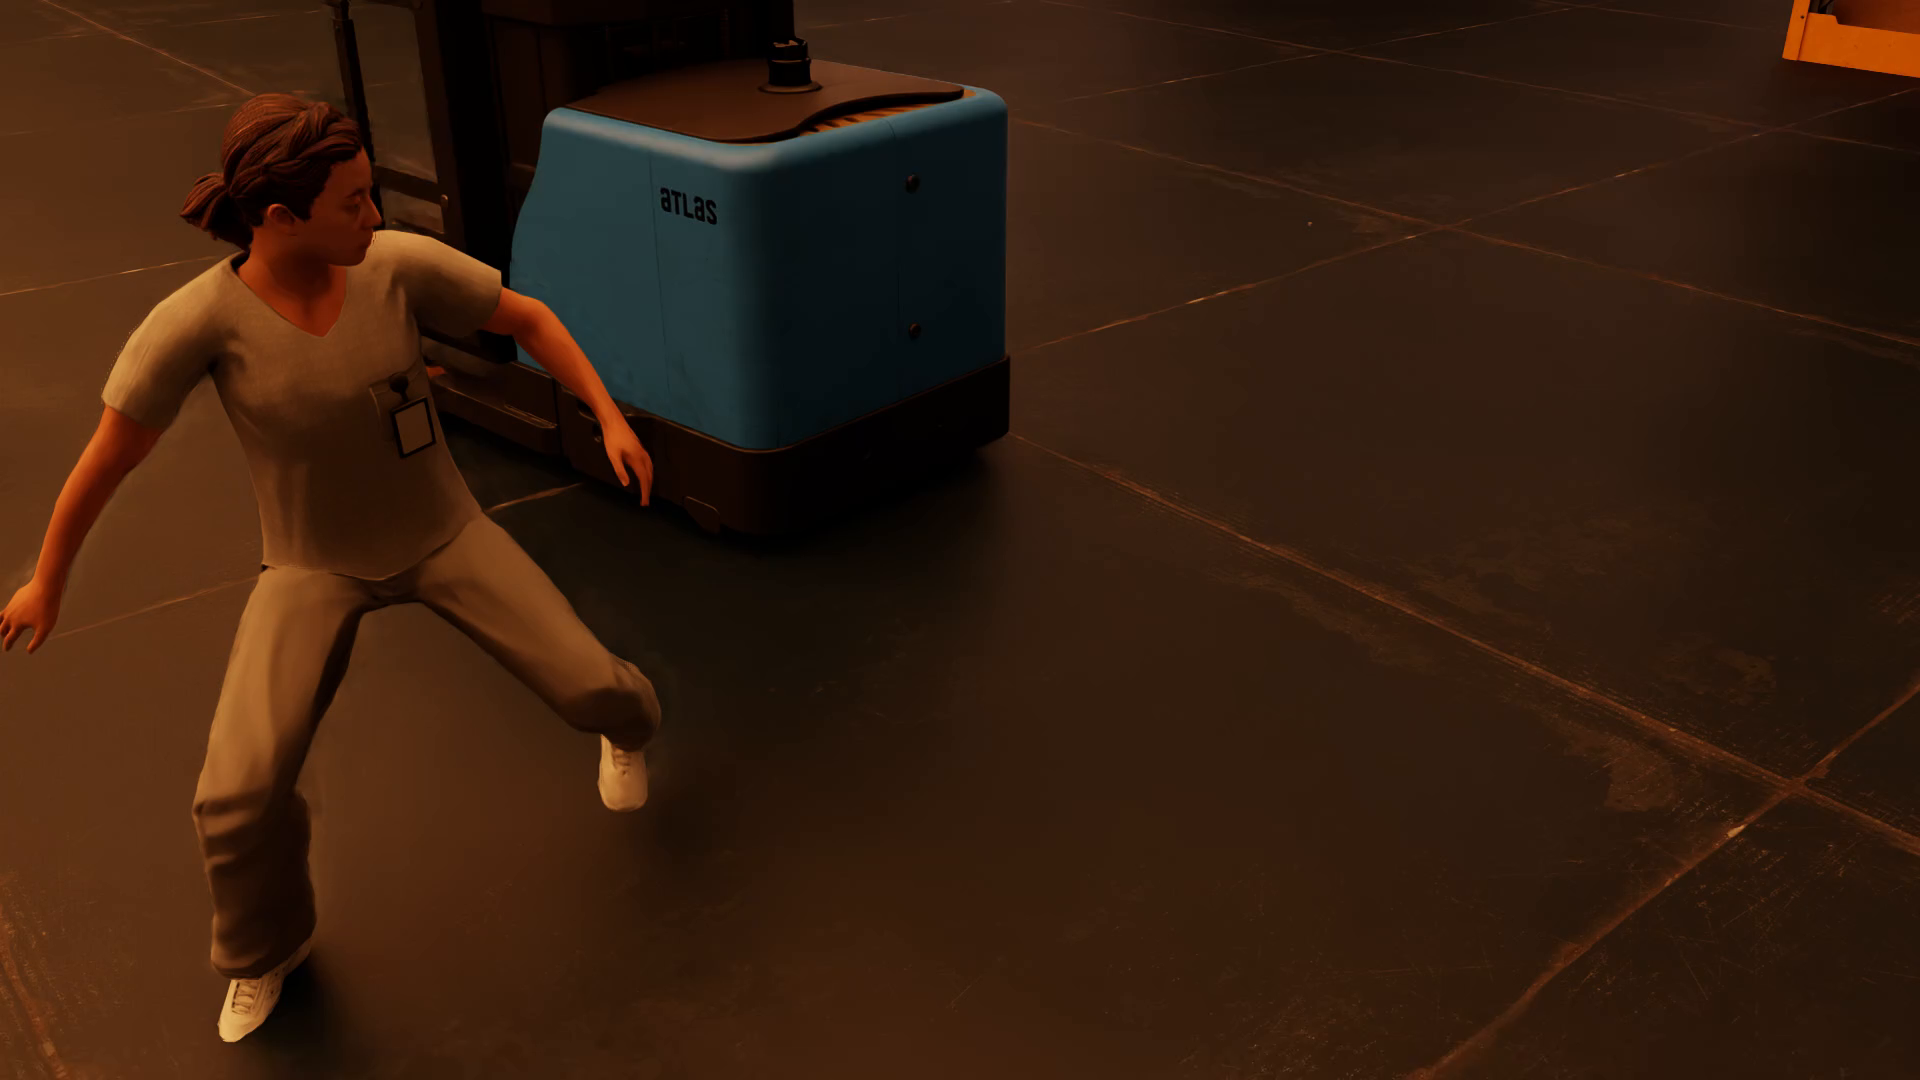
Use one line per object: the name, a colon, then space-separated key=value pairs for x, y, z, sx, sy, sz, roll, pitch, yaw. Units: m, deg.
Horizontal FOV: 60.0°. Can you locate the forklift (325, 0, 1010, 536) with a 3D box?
forklift: x=-1.291 y=-1.859 z=4.950 sx=3.031 sy=2.935 sz=1.130 roll=21 pitch=33 yaw=36

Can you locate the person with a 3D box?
person: x=-1.015 y=0.043 z=2.778 sx=1.059 sy=1.559 sz=0.507 roll=-14 pitch=30 yaw=-26
